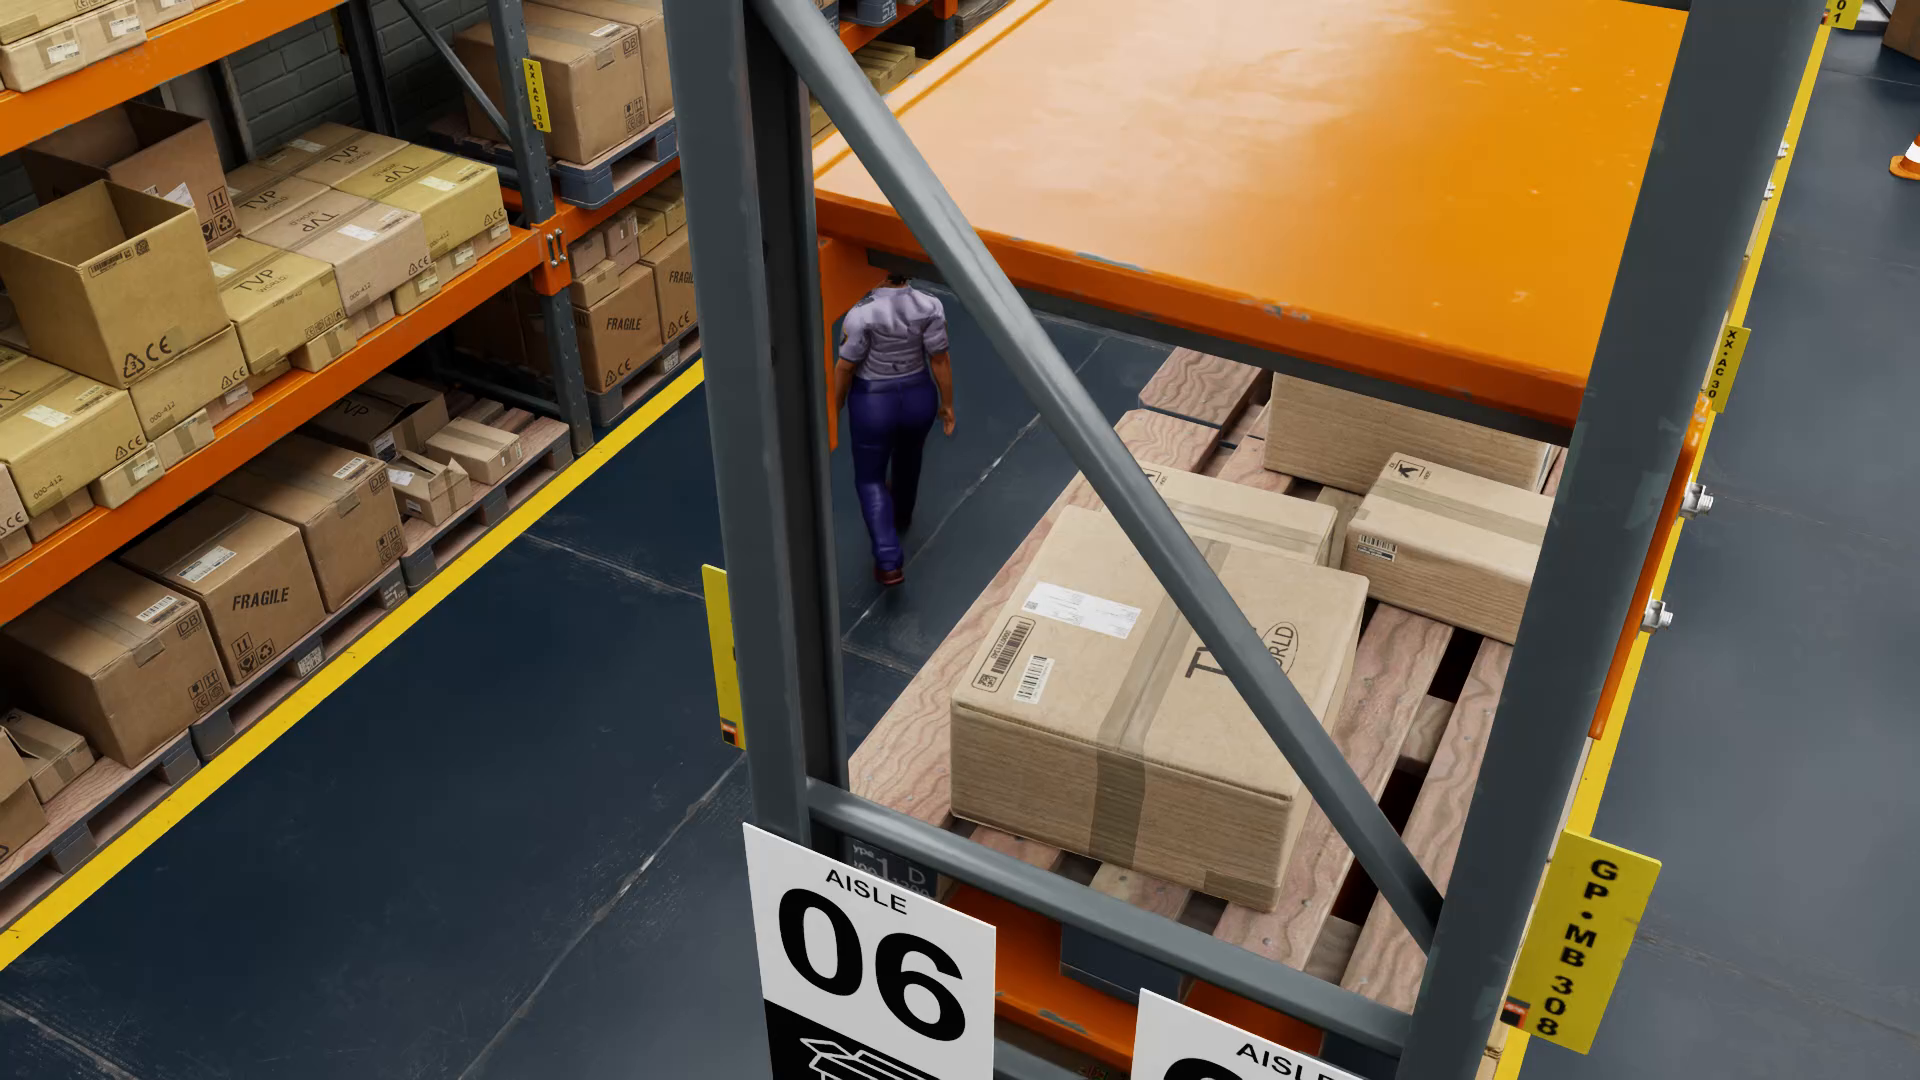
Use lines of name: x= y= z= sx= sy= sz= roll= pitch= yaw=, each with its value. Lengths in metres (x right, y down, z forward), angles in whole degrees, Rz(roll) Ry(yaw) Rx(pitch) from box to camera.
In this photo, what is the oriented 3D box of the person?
person: x=-0.300 y=-0.610 z=7.435 sx=0.531 sy=1.619 sz=0.871 roll=-12 pitch=40 yaw=-15
